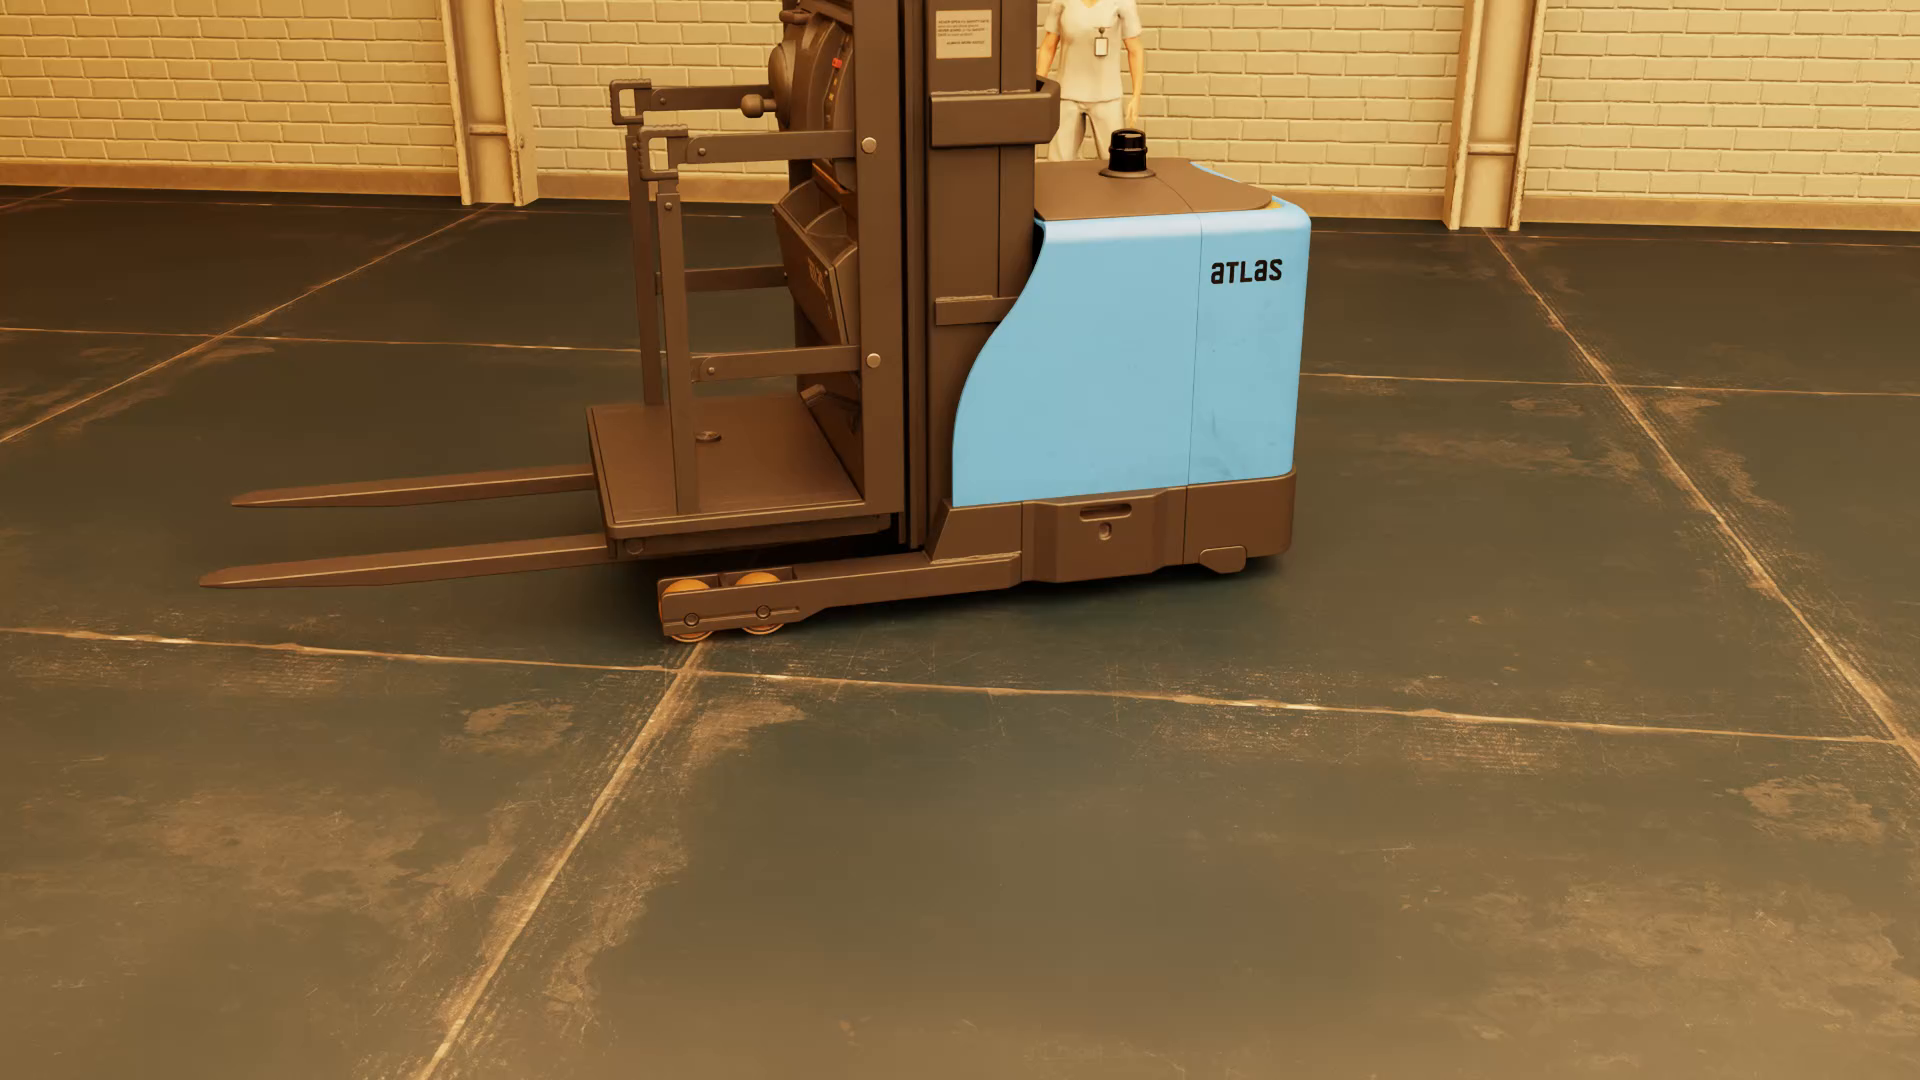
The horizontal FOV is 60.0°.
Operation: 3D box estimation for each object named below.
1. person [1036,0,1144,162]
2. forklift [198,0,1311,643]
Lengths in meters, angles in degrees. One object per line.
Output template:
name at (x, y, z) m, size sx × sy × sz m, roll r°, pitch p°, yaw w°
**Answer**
person at (0.654, -2.202, 8.409) m, size 0.571 × 1.680 × 0.399 m, roll 5°, pitch 22°, yaw 12°
forklift at (-0.588, -1.301, 4.485) m, size 3.031 × 2.935 × 1.130 m, roll -6°, pitch 23°, yaw -14°
